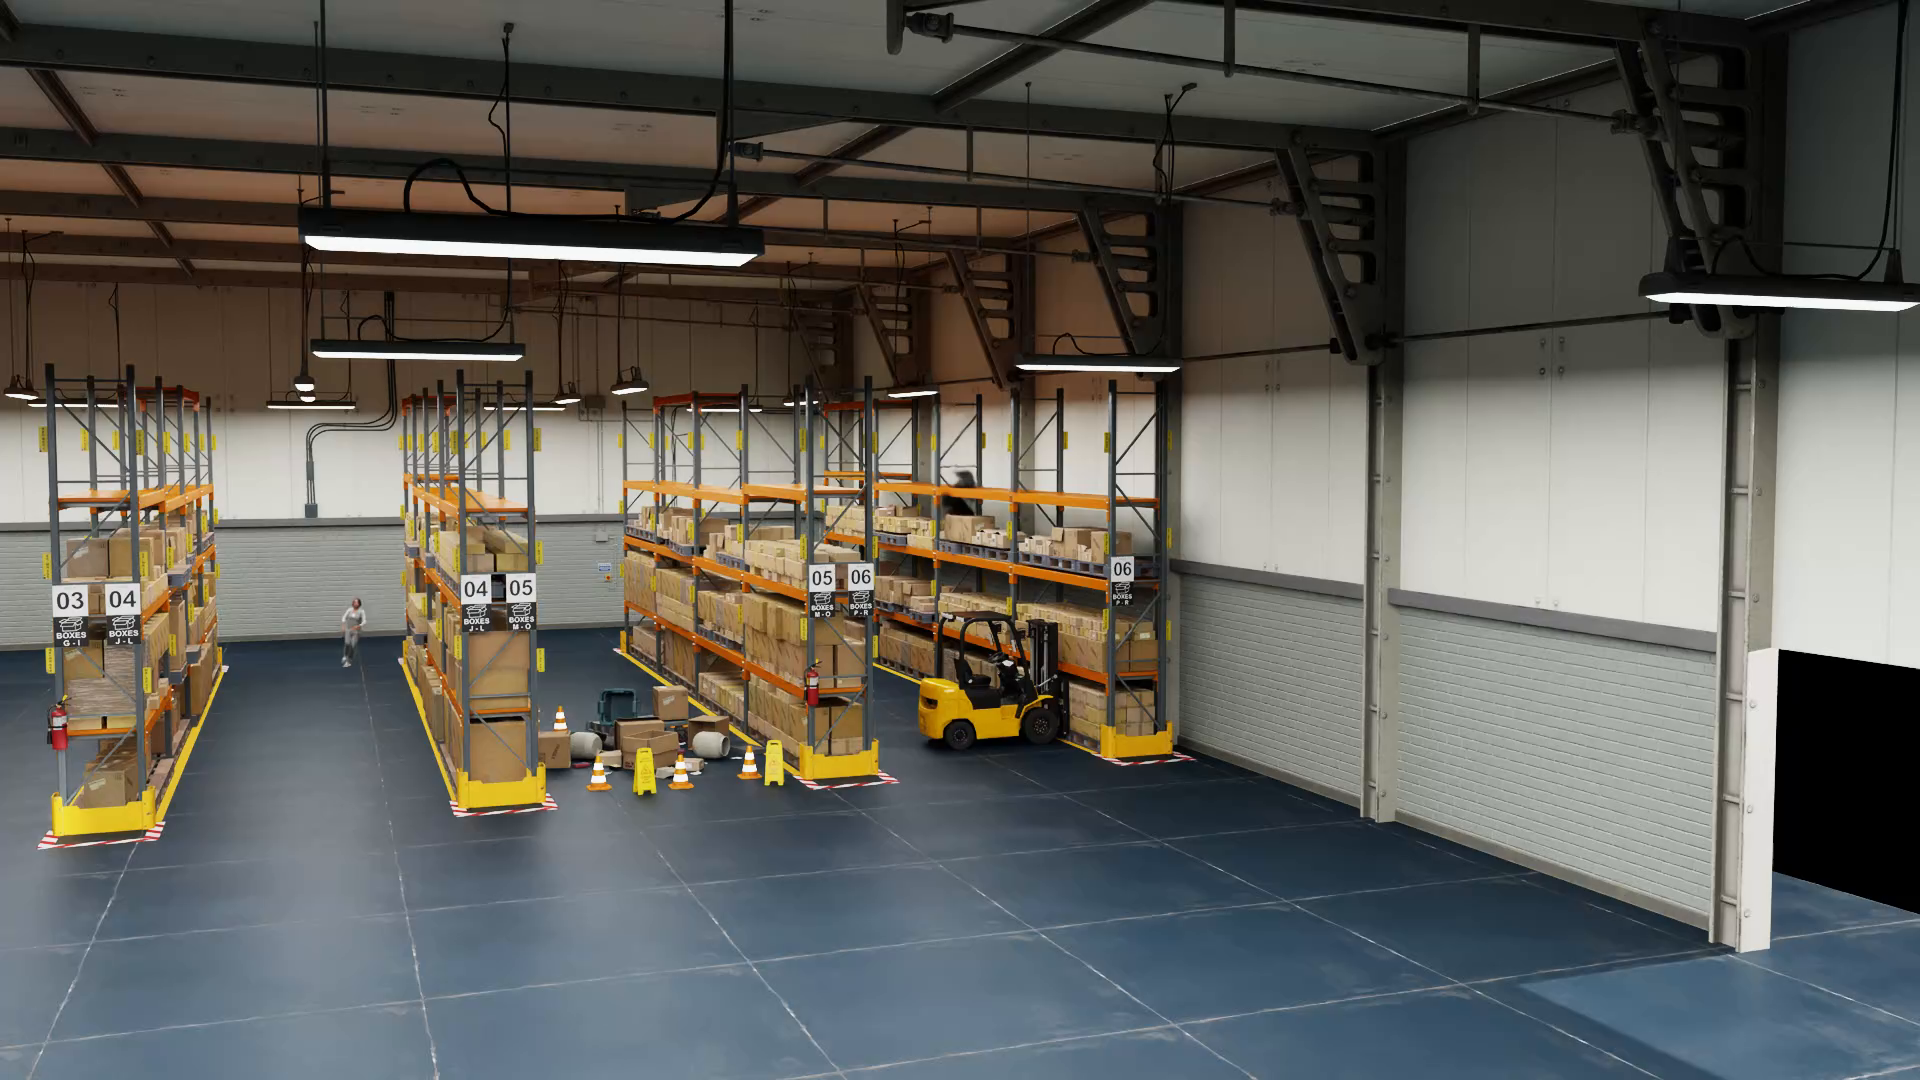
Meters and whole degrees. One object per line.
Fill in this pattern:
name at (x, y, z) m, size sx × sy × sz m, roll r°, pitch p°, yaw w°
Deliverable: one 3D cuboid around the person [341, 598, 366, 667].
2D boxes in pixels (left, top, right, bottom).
person at (-13.504, 2.065, 37.014) m, size 0.545 × 1.535 × 0.550 m, roll -1°, pitch 3°, yaw -12°
